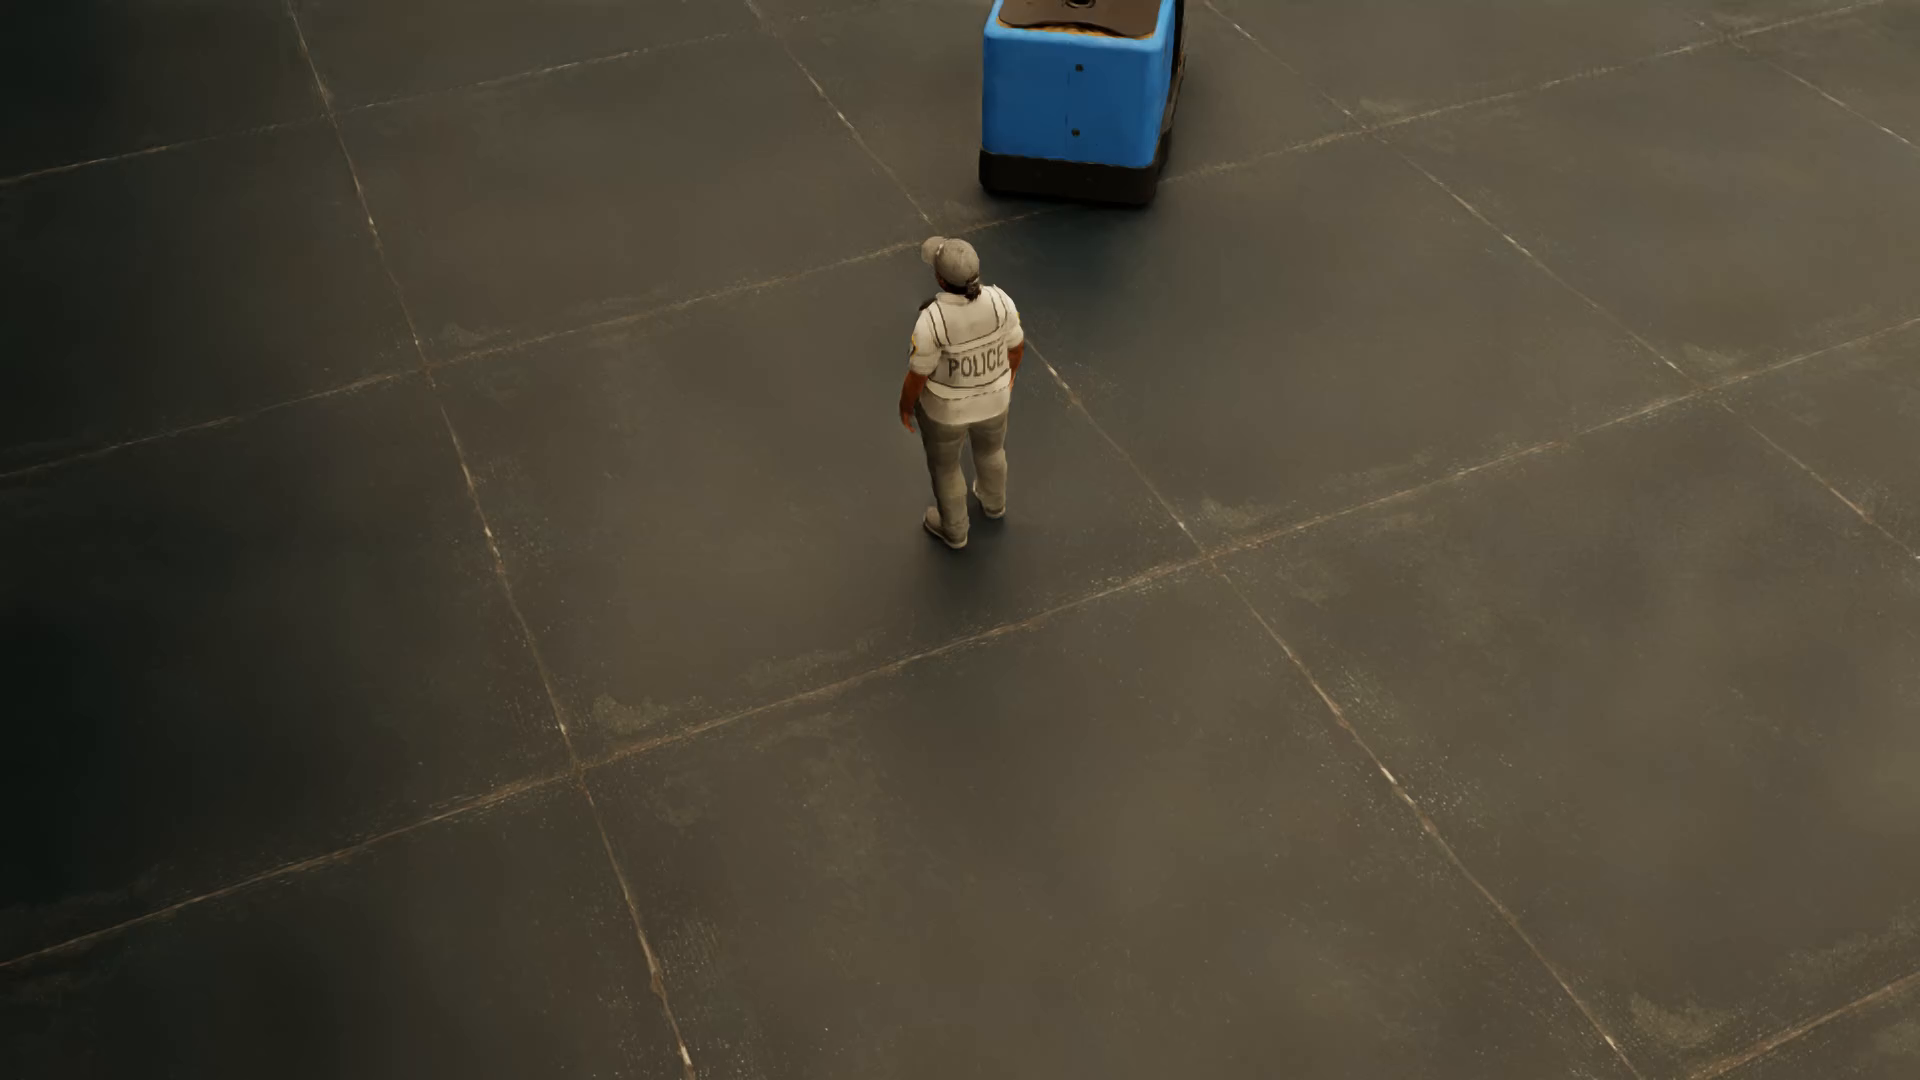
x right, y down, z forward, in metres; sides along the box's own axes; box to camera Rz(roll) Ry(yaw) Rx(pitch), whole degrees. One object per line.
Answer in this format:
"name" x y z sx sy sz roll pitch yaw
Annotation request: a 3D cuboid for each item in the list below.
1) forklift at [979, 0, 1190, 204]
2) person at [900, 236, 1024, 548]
"forklift" 0.905 -4.082 10.054 1.130 2.935 3.031 8 44 8
"person" -0.012 -0.669 7.312 0.598 1.669 0.529 -18 46 -18
